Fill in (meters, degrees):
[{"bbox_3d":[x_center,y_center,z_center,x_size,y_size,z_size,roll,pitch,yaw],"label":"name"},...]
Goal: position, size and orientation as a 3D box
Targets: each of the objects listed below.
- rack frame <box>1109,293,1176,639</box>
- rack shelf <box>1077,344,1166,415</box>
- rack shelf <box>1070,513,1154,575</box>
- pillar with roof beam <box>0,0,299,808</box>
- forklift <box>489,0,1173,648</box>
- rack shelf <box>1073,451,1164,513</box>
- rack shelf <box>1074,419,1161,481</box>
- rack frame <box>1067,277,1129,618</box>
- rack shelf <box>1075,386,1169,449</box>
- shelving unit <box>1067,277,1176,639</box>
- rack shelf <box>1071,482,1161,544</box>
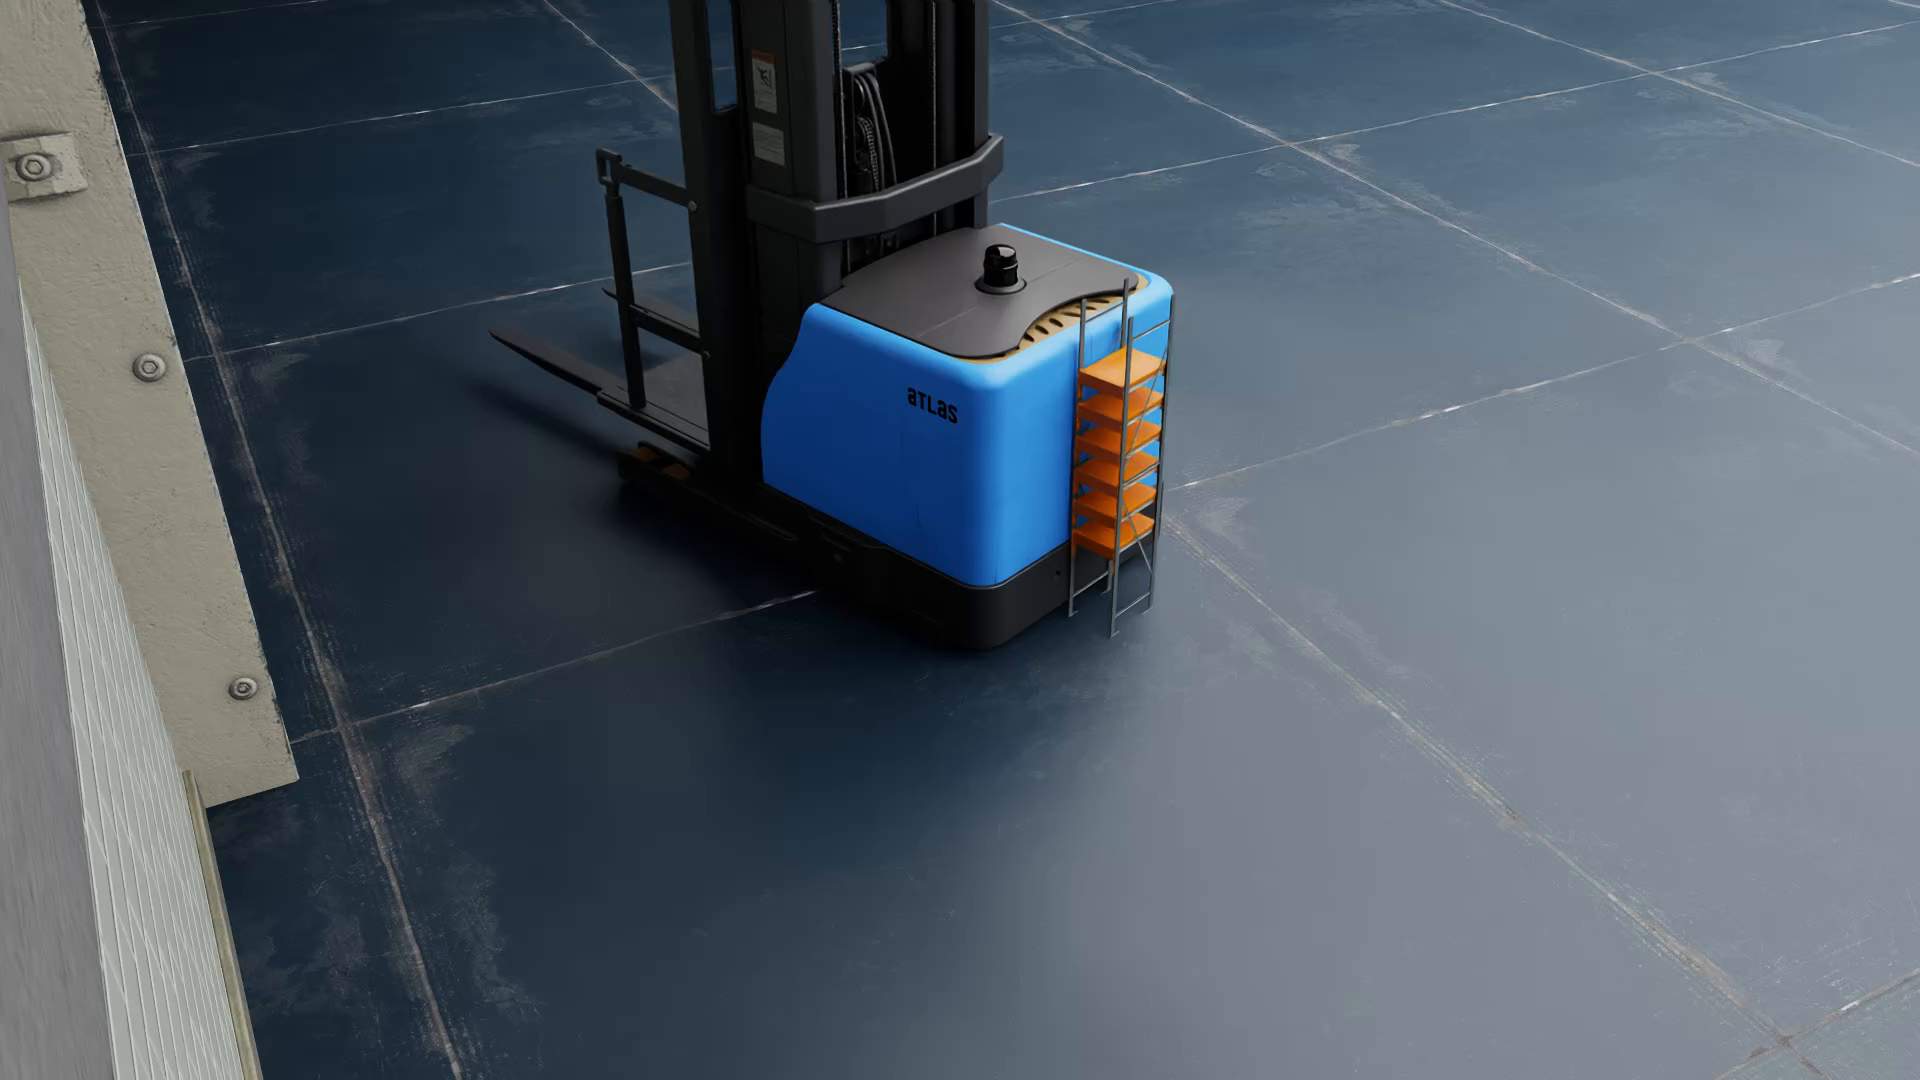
[{"bbox_3d":[0.592,-0.216,5.430,0.006,1.200,0.240,26,41,34],"label":"rack frame"},{"bbox_3d":[0.524,-0.515,5.311,0.180,0.103,0.258,26,41,34],"label":"rack shelf"},{"bbox_3d":[0.524,-0.010,5.635,0.180,0.103,0.258,26,41,34],"label":"rack shelf"},{"bbox_3d":[1.568,-4.197,4.414,9.100,9.000,0.400,-16,36,-23],"label":"pillar with roof beam"},{"bbox_3d":[-0.698,-1.546,5.901,3.031,2.935,1.130,26,41,34],"label":"forklift"},{"bbox_3d":[0.524,-0.212,5.505,0.180,0.103,0.258,26,41,34],"label":"rack shelf"},{"bbox_3d":[0.524,-0.313,5.441,0.180,0.103,0.258,26,41,34],"label":"rack shelf"},{"bbox_3d":[0.456,-0.282,5.533,0.006,1.200,0.240,26,41,34],"label":"rack frame"},{"bbox_3d":[0.524,-0.414,5.376,0.180,0.103,0.258,26,41,34],"label":"rack shelf"},{"bbox_3d":[0.524,-0.249,5.481,0.189,1.200,0.258,26,41,34],"label":"shelving unit"},{"bbox_3d":[0.524,-0.111,5.570,0.180,0.103,0.258,26,41,34],"label":"rack shelf"}]
